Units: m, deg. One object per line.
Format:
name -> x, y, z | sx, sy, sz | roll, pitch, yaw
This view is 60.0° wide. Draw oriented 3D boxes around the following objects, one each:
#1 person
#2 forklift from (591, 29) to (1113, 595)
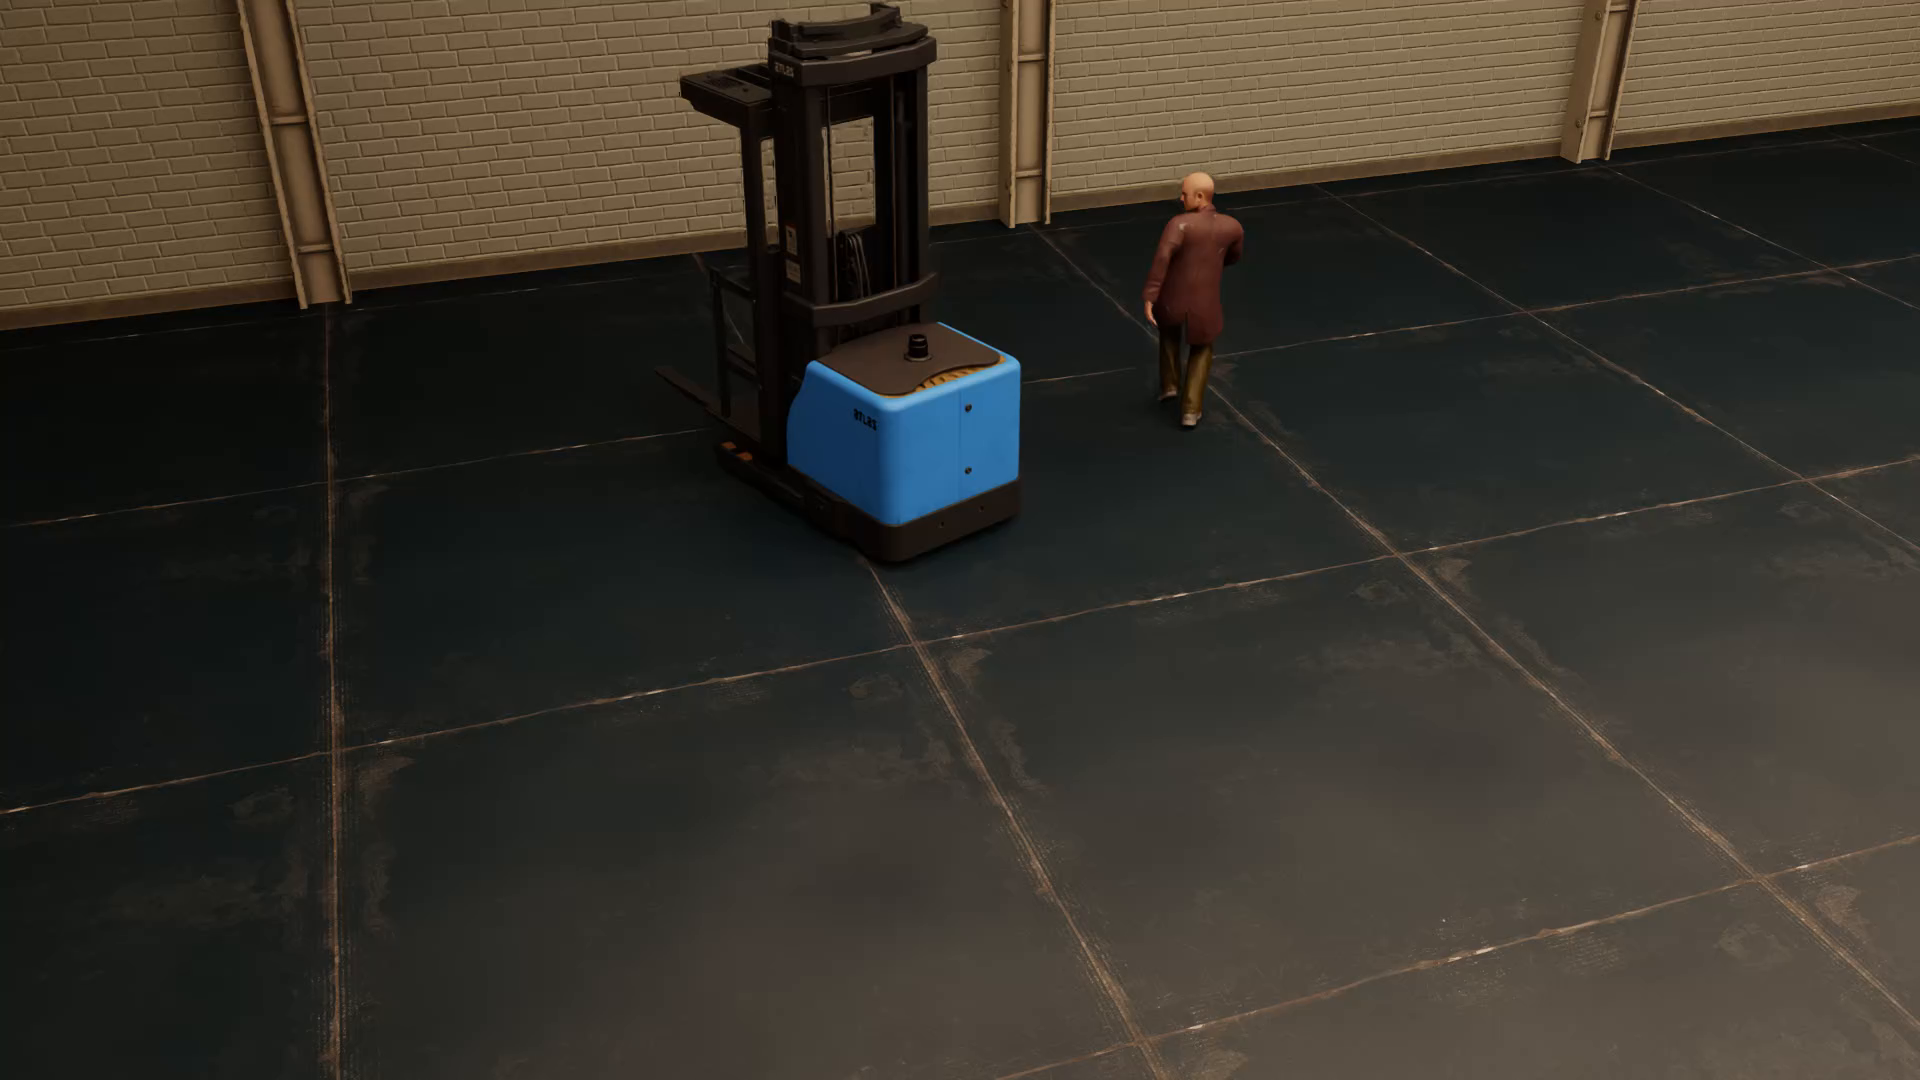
person -> 2.230, -2.092, 11.912 | 0.656, 1.791, 0.492 | 24, 37, 35
forklift -> -0.659, -1.312, 9.368 | 3.031, 2.935, 1.130 | 5, 30, 9
